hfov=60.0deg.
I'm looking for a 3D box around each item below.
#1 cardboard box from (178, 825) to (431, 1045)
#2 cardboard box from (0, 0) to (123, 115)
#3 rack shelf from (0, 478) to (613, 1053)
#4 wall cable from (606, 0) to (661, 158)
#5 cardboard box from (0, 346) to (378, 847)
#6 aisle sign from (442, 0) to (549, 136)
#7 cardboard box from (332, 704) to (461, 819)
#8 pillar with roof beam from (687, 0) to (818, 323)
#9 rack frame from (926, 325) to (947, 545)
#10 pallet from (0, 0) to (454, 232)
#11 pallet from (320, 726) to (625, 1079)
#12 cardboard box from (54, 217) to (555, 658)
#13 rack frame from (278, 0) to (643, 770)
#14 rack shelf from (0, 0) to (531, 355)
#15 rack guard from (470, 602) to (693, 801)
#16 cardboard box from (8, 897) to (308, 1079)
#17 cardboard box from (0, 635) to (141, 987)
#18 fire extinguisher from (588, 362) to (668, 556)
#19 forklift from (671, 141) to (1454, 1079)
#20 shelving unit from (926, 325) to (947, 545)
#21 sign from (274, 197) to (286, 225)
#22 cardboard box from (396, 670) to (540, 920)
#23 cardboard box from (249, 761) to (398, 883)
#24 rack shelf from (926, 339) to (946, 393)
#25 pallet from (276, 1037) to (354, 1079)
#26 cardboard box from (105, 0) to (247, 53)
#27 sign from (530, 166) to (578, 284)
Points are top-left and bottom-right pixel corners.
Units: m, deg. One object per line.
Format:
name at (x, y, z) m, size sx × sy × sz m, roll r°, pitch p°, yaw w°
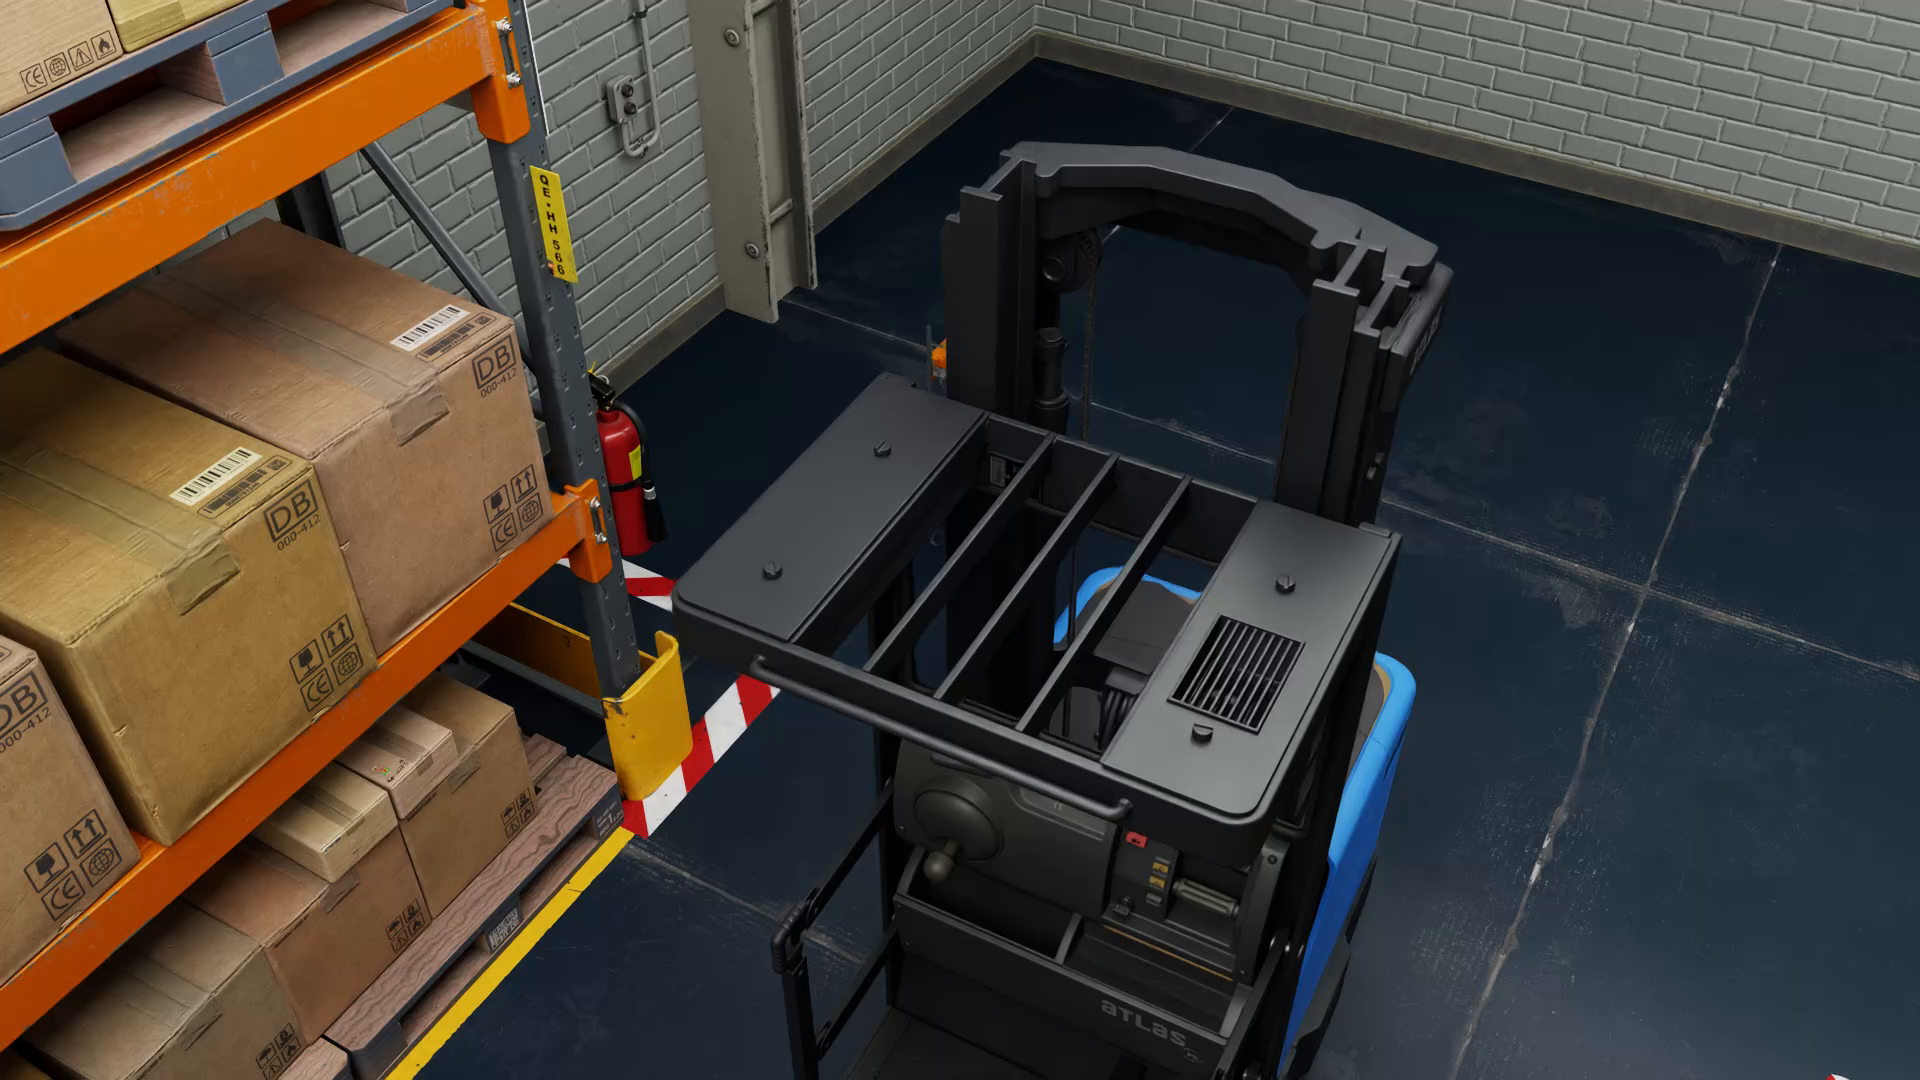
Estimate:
cardboard box at (-2.043, 1.012, 4.904) m, size 0.700 × 0.500 × 0.500 m, roll 21°, pitch 45°, yaw 22°
cardboard box at (-1.925, -0.948, 3.007) m, size 0.500 × 0.250 × 0.500 m, roll 19°, pitch 45°, yaw 21°
rack shelf at (-2.530, 0.926, 3.973) m, size 1.077 × 0.370 × 4.000 m, roll 21°, pitch 45°, yaw 22°
wall cable at (-1.707, -1.915, 5.886) m, size 0.084 × 1.984 × 1.851 m, roll 21°, pitch 45°, yaw 22°
cardboard box at (-2.130, 0.114, 4.123) m, size 0.980 × 0.700 × 0.700 m, roll 21°, pitch 45°, yaw 22°
aisle sign at (-1.233, -1.406, 4.109) m, size 0.394 × 0.787 × 0.004 m, roll 21°, pitch 45°, yaw 22°
cardboard box at (-1.699, 0.616, 4.863) m, size 0.380 × 0.149 × 0.250 m, roll 20°, pitch 45°, yaw 22°
pillar with roof beam at (2.800, -3.147, 3.514) m, size 9.100 × 9.000 × 0.400 m, roll 21°, pitch 45°, yaw 22°
rack frame at (-0.034, -0.355, 6.359) m, size 0.200 × 1.050 × 0.008 m, roll 21°, pitch 45°, yaw 22°
pallet at (-1.891, -1.153, 3.587) m, size 1.003 × 0.211 × 1.213 m, roll 21°, pitch 45°, yaw 22°
pallet at (-1.861, 1.042, 5.407) m, size 1.003 × 0.211 × 1.213 m, roll 21°, pitch 45°, yaw 22°
cardboard box at (-1.776, -0.305, 4.600) m, size 0.980 × 0.700 × 0.700 m, roll 23°, pitch 46°, yaw 24°
rack frame at (-1.529, -0.488, 5.035) m, size 1.000 × 3.000 × 0.127 m, roll 21°, pitch 45°, yaw 22°
rack shelf at (-2.530, -0.199, 2.981) m, size 1.077 × 0.370 × 4.000 m, roll 21°, pitch 45°, yaw 22°
rack guard at (-1.517, 0.436, 5.876) m, size 1.175 × 0.500 × 0.348 m, roll 21°, pitch 45°, yaw 22°
cardboard box at (-2.294, 1.300, 4.577) m, size 0.700 × 0.500 × 0.500 m, roll 19°, pitch 45°, yaw 21°
cardboard box at (-2.520, 0.548, 3.631) m, size 0.980 × 0.700 × 0.700 m, roll 19°, pitch 45°, yaw 20°
fire extinguisher at (-1.054, -0.253, 5.108) m, size 0.296 × 0.674 × 0.183 m, roll 21°, pitch 45°, yaw 22°
forklift at (0.176, 0.771, 3.657) m, size 1.130 × 2.935 × 3.031 m, roll 19°, pitch 45°, yaw 21°
shelving unit at (0.027, -0.425, 6.438) m, size 0.215 × 1.050 × 0.252 m, roll 21°, pitch 45°, yaw 22°
sign at (-2.007, -1.030, 4.935) m, size 0.100 × 0.325 × 0.005 m, roll 21°, pitch 45°, yaw 22°
cardboard box at (-1.793, 0.726, 5.229) m, size 0.700 × 0.500 × 0.500 m, roll 21°, pitch 45°, yaw 22°
cardboard box at (-1.827, 0.763, 4.697) m, size 0.380 × 0.149 × 0.250 m, roll 22°, pitch 46°, yaw 23°
rack shelf at (0.027, -0.630, 6.257) m, size 0.215 × 0.259 × 0.240 m, roll 21°, pitch 45°, yaw 22°
pallet at (-2.473, 1.737, 4.618) m, size 1.003 × 0.211 × 1.213 m, roll 21°, pitch 45°, yaw 22°
cardboard box at (-1.666, -1.246, 3.345) m, size 0.500 × 0.250 × 0.500 m, roll 22°, pitch 46°, yaw 23°
sign at (-1.066, -0.824, 4.361) m, size 0.100 × 0.325 × 0.005 m, roll 21°, pitch 45°, yaw 22°
